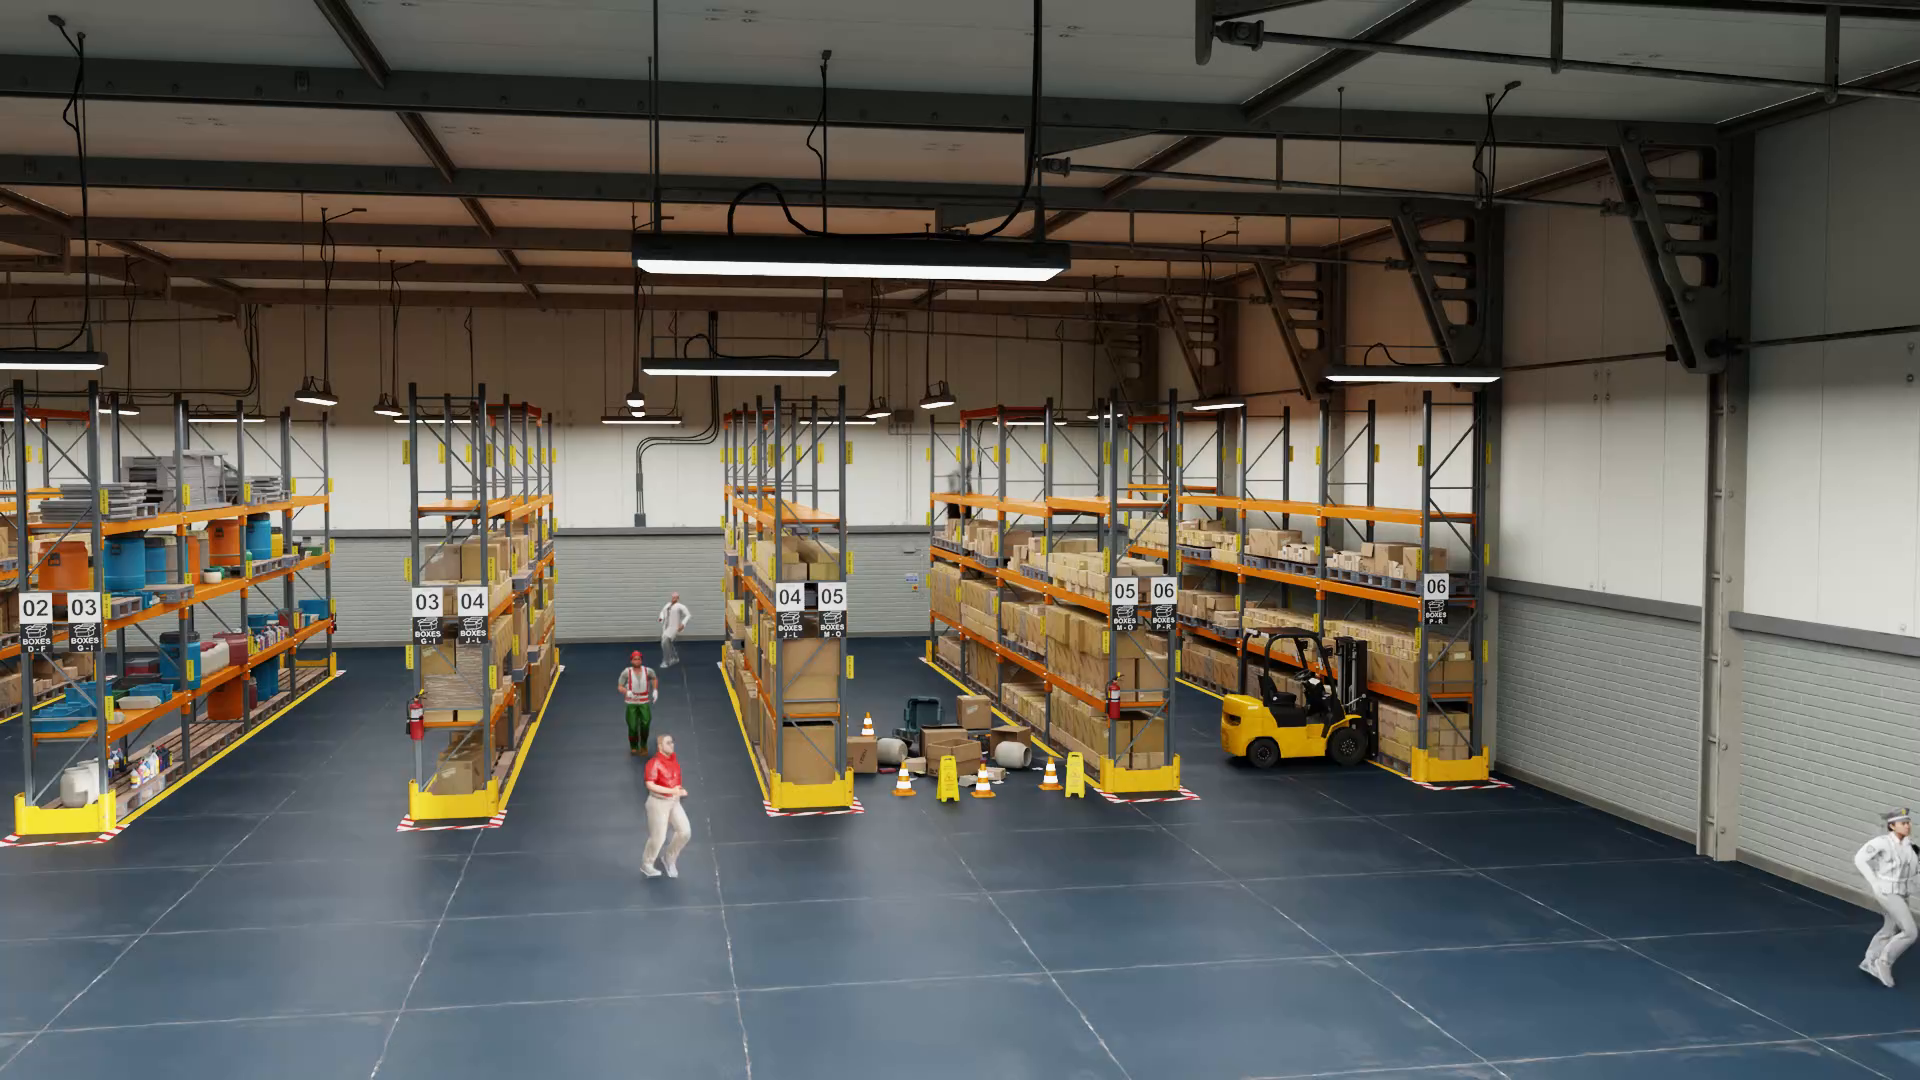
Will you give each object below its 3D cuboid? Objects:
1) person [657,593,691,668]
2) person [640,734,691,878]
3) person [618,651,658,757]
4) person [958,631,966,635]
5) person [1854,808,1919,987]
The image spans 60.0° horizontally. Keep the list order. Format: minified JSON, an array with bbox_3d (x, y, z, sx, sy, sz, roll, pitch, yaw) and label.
[{"bbox_3d":[-6.812,2.148,39.367,0.775,1.803,0.737,2,4,38],"label":"person"},{"bbox_3d":[-3.456,3.168,19.663,0.718,1.769,0.683,2,3,30],"label":"person"},{"bbox_3d":[-5.314,2.725,27.537,0.686,1.785,0.676,-1,3,-19],"label":"person"},{"bbox_3d":[0.157,2.150,41.881,0.862,1.468,0.577,2,3,30],"label":"person"},{"bbox_3d":[8.880,3.370,15.738,0.584,1.710,0.659,-1,3,-27],"label":"person"}]
